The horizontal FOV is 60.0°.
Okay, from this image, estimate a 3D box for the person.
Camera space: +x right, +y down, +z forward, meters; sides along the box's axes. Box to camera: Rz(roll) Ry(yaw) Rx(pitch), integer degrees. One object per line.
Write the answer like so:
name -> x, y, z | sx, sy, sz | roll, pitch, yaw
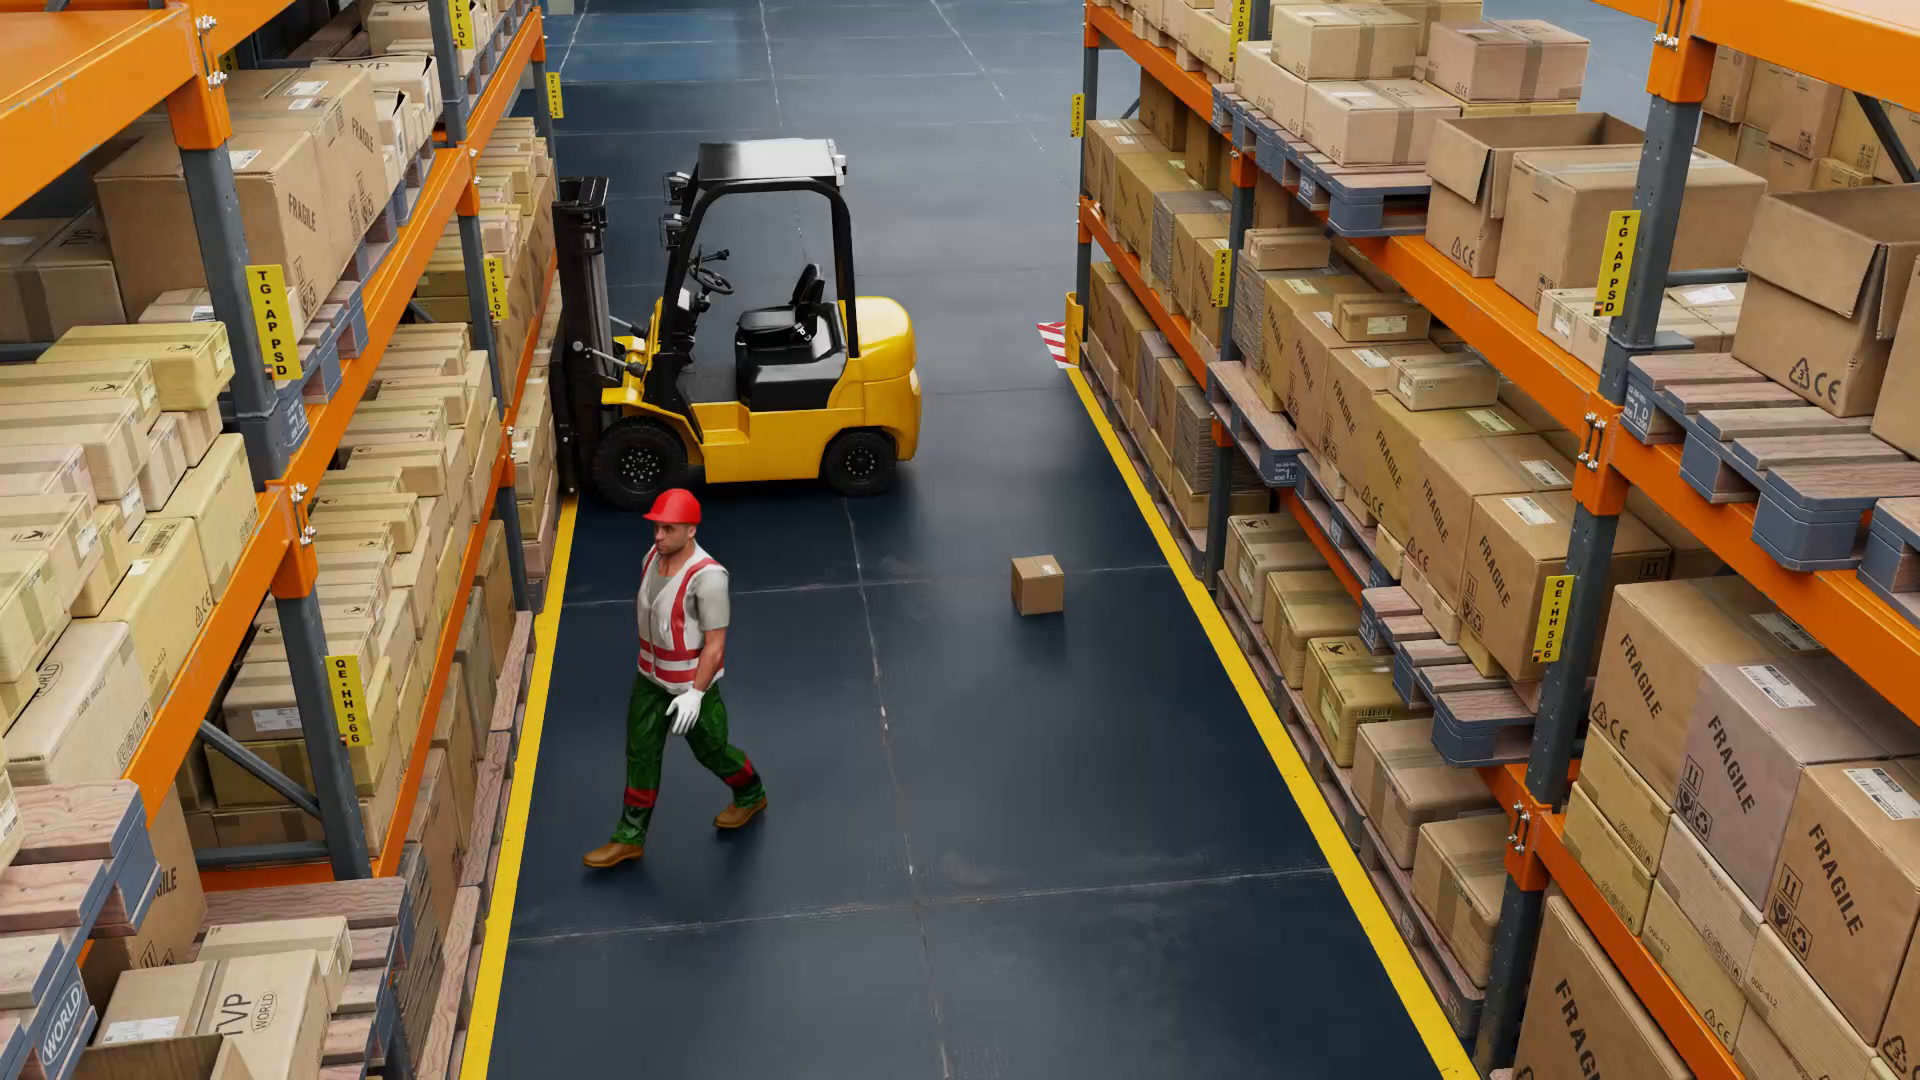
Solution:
person -> -1.301, 0.630, 7.349 | 0.573, 1.756, 0.902 | 21, 34, 36
